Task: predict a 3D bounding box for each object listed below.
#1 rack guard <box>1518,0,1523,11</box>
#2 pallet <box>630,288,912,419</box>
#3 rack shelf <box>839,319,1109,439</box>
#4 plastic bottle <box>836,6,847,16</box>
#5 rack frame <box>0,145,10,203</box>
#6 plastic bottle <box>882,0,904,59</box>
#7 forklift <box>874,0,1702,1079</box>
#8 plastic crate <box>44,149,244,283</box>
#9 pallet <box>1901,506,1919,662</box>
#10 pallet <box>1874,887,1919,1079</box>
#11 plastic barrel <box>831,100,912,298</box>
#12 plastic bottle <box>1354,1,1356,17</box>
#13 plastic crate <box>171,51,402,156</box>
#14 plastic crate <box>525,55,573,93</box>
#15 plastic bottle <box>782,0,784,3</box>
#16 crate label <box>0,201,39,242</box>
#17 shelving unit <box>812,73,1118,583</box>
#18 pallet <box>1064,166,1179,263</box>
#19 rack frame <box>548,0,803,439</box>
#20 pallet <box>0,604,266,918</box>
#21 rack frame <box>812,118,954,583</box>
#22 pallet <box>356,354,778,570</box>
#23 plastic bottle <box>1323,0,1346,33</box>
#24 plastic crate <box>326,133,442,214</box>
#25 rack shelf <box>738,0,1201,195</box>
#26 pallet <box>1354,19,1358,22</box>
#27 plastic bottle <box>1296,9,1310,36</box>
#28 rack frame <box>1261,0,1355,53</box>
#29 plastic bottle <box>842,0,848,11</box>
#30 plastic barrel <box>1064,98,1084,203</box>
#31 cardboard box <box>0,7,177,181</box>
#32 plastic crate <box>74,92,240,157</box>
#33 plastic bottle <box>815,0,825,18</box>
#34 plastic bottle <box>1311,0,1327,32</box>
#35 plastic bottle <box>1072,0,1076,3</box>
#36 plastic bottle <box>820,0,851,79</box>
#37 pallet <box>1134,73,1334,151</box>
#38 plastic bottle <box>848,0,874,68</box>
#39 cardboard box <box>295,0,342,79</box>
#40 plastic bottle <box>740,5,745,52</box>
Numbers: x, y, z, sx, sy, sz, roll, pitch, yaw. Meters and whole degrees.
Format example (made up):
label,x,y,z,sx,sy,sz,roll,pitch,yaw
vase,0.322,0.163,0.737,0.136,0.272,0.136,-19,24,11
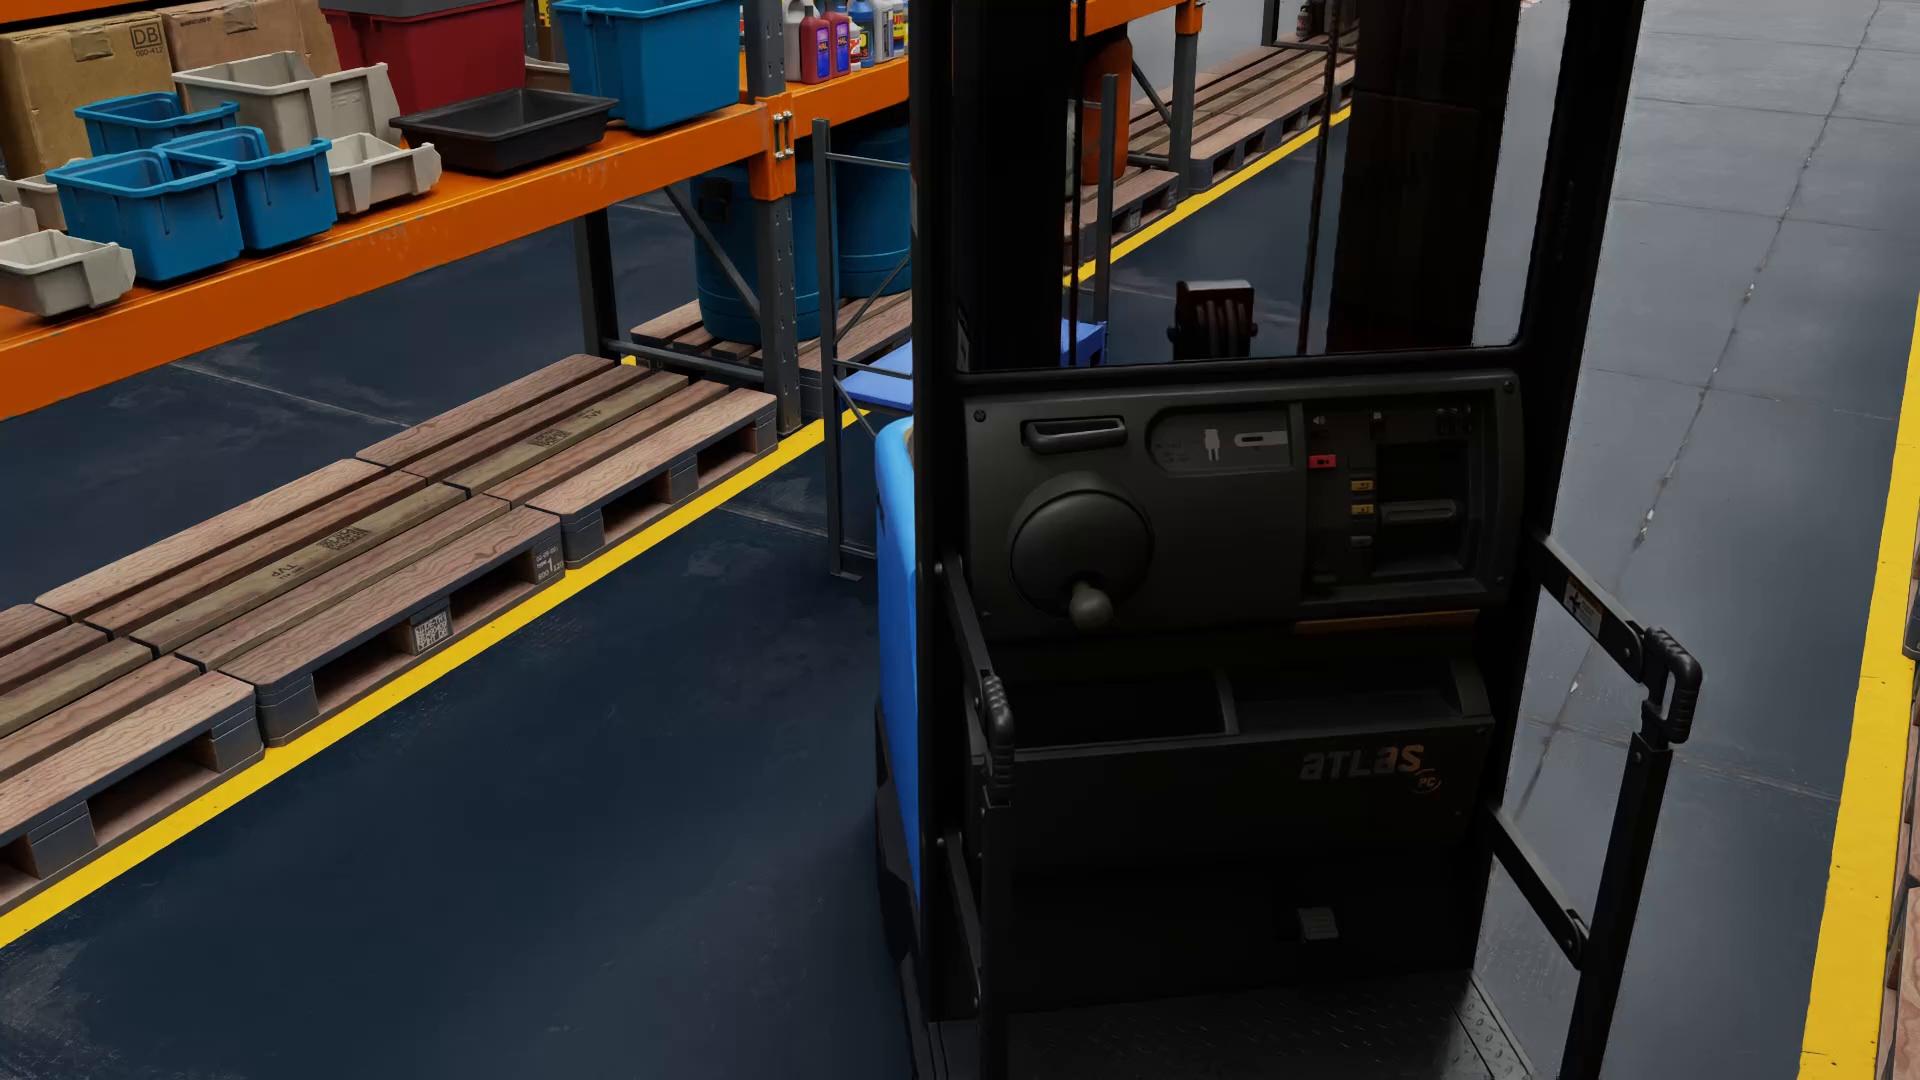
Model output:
label,x,y,z,sx,sy,sz,roll,pitch,yaw
rack guard,4.811,-5.394,15.967,1.175,0.500,0.348,14,30,26
pallet,-0.680,-0.920,7.351,1.003,0.211,1.213,14,30,26
rack shelf,0.042,-0.543,5.561,0.538,0.185,1.000,14,30,26
plastic bottle,-0.474,-2.046,6.707,0.097,0.201,0.097,0,27,0
rack frame,-5.408,-2.966,8.324,1.000,3.000,0.127,14,30,26
plastic bottle,-0.275,-2.096,6.729,0.097,0.271,0.097,0,27,0
forklift,0.503,-0.025,2.526,1.130,2.935,3.031,-4,27,-7
plastic crate,-2.007,-0.805,4.127,0.416,0.233,0.300,14,30,26
pallet,3.583,0.139,5.237,1.003,0.211,1.213,14,30,26
pallet,2.277,1.209,3.099,1.003,0.211,1.213,14,30,26
plastic barrel,-0.465,-1.609,7.488,0.600,0.901,0.708,14,30,26
plastic bottle,3.261,-4.477,13.887,0.061,0.283,0.133,14,30,26
plastic crate,-2.007,-1.294,5.050,0.437,0.282,0.530,14,30,26
plastic crate,-1.449,-1.634,5.891,0.396,0.136,0.243,14,30,26
plastic bottle,-0.803,-2.252,6.952,0.144,0.351,0.185,14,30,26
crate label,-2.549,-0.806,4.238,0.396,0.136,0.243,14,30,26
shelving unit,0.042,-0.704,5.481,0.538,1.500,1.048,14,30,26
pallet,0.521,-1.871,9.251,1.003,0.211,1.213,14,30,26
rack frame,-1.095,-1.875,6.145,1.000,3.000,0.127,14,30,26
pallet,-2.624,0.618,4.280,1.003,0.211,1.213,14,30,26
rack frame,-0.208,-0.506,5.085,0.500,1.500,0.032,14,30,26
pallet,-1.423,-0.333,6.179,1.003,0.211,1.213,14,30,26
plastic bottle,3.032,-4.288,13.432,0.144,0.351,0.185,14,30,26
plastic crate,-1.690,-1.039,4.702,0.293,0.136,0.466,14,30,26
rack shelf,-0.111,-2.333,7.863,1.077,0.370,4.000,14,30,26
pallet,3.806,-4.476,14.455,1.003,0.211,1.213,14,30,26
plastic bottle,2.747,-4.148,13.321,0.097,0.201,0.097,0,27,0
rack frame,2.840,-4.993,12.373,1.000,3.000,0.127,14,30,26
plastic bottle,-0.575,-2.526,7.584,0.152,0.276,0.135,14,30,26
plastic barrel,0.447,-2.075,8.855,0.421,0.512,0.421,0,27,0
cardboard box,-5.110,-2.457,9.212,1.225,0.875,0.875,14,30,26
plastic crate,-2.276,-1.125,4.766,0.416,0.233,0.300,14,30,26
plastic bottle,-0.637,-2.361,7.259,0.097,0.271,0.097,0,27,0
plastic bottle,2.906,-4.319,13.496,0.144,0.351,0.185,13,30,25
plastic bottle,0.523,-2.697,8.009,0.097,0.201,0.097,0,27,0
plastic bottle,-0.478,-1.924,6.373,0.061,0.283,0.133,14,30,26
pallet,1.888,-2.954,11.415,1.003,0.211,1.213,14,30,26
plastic bottle,-0.389,-2.005,6.549,0.097,0.271,0.097,0,27,0
cardboard box,-4.243,-3.152,10.601,1.225,0.875,0.875,14,30,26
plastic bottle,-0.885,-2.133,6.882,0.097,0.201,0.097,0,27,0
